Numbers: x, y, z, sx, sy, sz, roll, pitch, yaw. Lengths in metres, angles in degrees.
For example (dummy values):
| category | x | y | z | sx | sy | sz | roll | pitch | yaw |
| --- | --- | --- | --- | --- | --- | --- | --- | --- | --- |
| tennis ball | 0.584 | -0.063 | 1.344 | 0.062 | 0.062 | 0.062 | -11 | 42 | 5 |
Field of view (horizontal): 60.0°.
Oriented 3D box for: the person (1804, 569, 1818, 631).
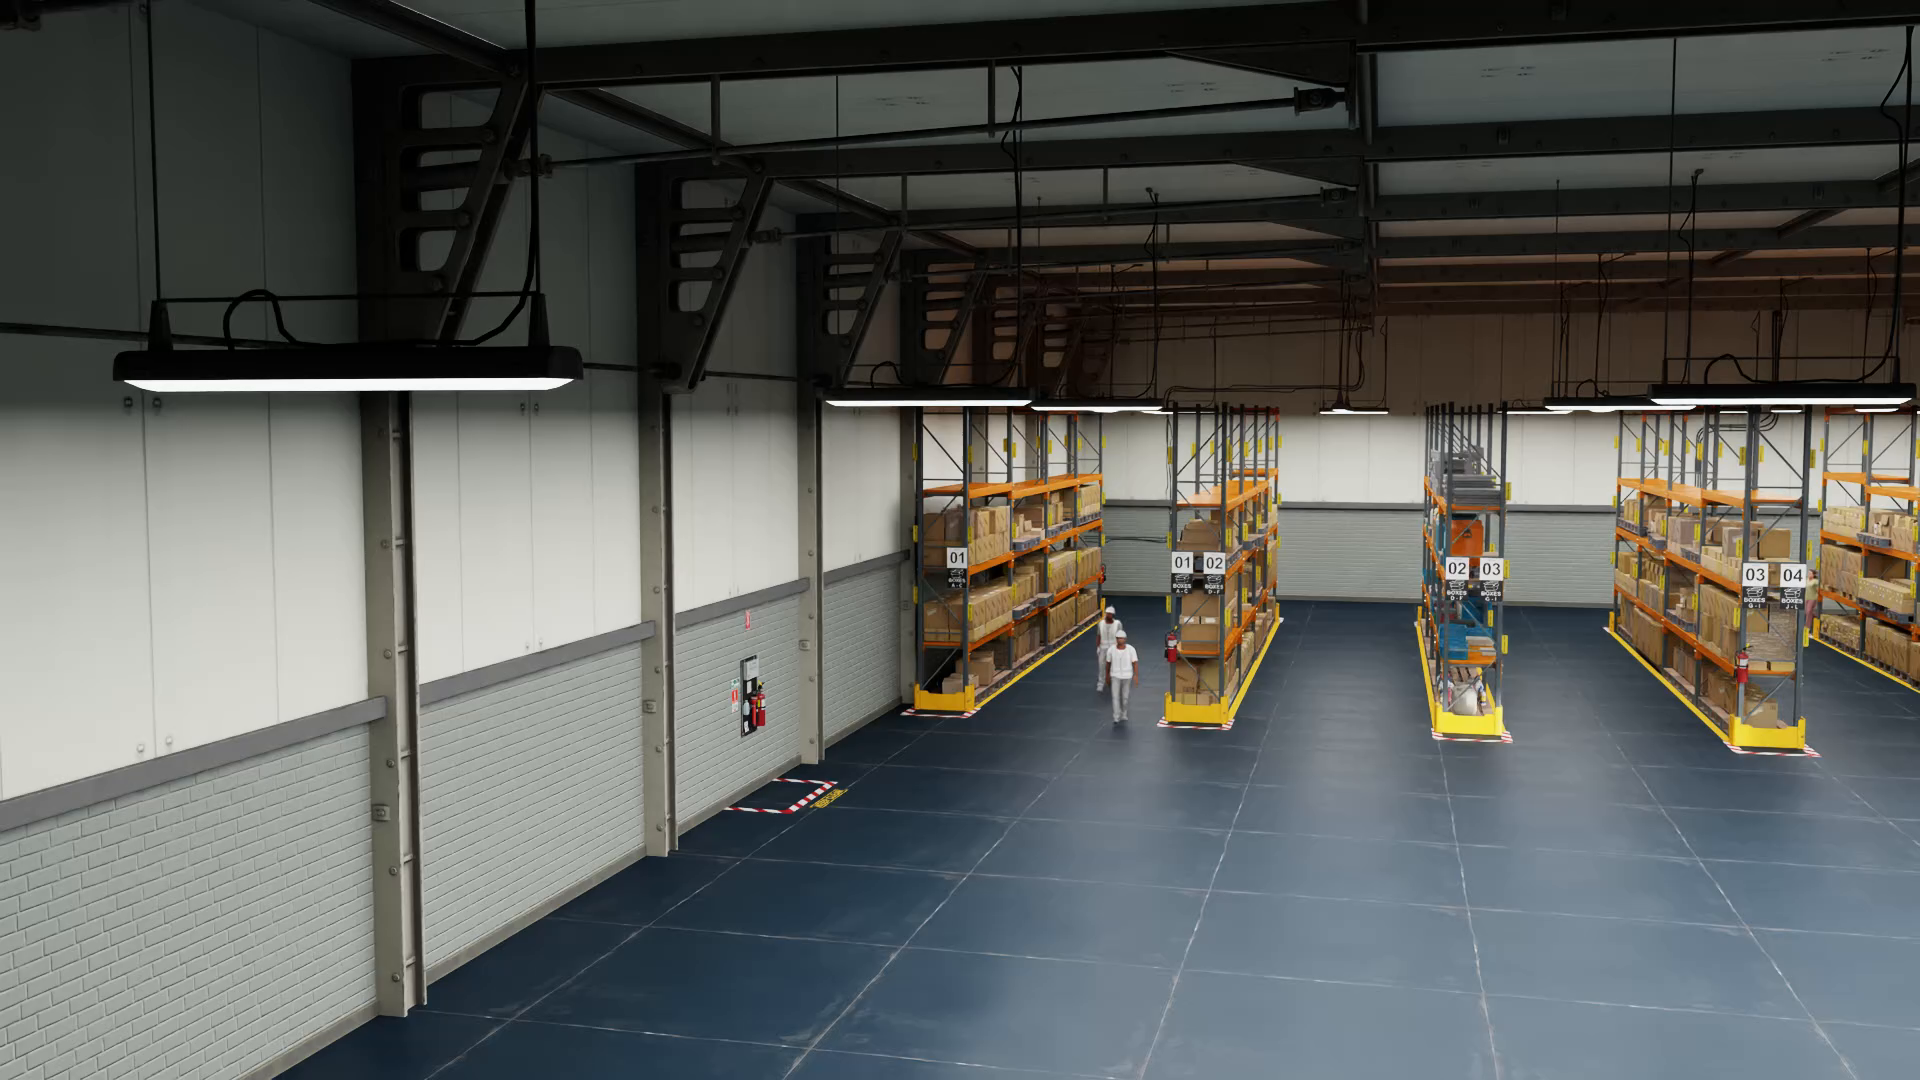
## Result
| category | x | y | z | sx | sy | sz | roll | pitch | yaw |
| --- | --- | --- | --- | --- | --- | --- | --- | --- | --- |
| person | 22.817 | 1.593 | 44.549 | 0.753 | 1.649 | 0.456 | -2 | 5 | -24 |

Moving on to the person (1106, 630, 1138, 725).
| category | x | y | z | sx | sy | sz | roll | pitch | yaw |
| --- | --- | --- | --- | --- | --- | --- | --- | --- | --- |
| person | 3.022 | 2.558 | 31.024 | 0.606 | 1.737 | 0.923 | 0 | 4 | 6 |

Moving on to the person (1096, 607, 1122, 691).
| category | x | y | z | sx | sy | sz | roll | pitch | yaw |
| --- | --- | --- | --- | --- | --- | --- | --- | --- | --- |
| person | 3.123 | 2.264 | 34.778 | 0.560 | 1.710 | 1.087 | 1 | 4 | 10 |

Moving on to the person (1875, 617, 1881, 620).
| category | x | y | z | sx | sy | sz | roll | pitch | yaw |
| --- | --- | --- | --- | --- | --- | --- | --- | --- | --- |
| person | 26.260 | 1.395 | 46.810 | 1.136 | 1.731 | 0.585 | 0 | 4 | -4 |
